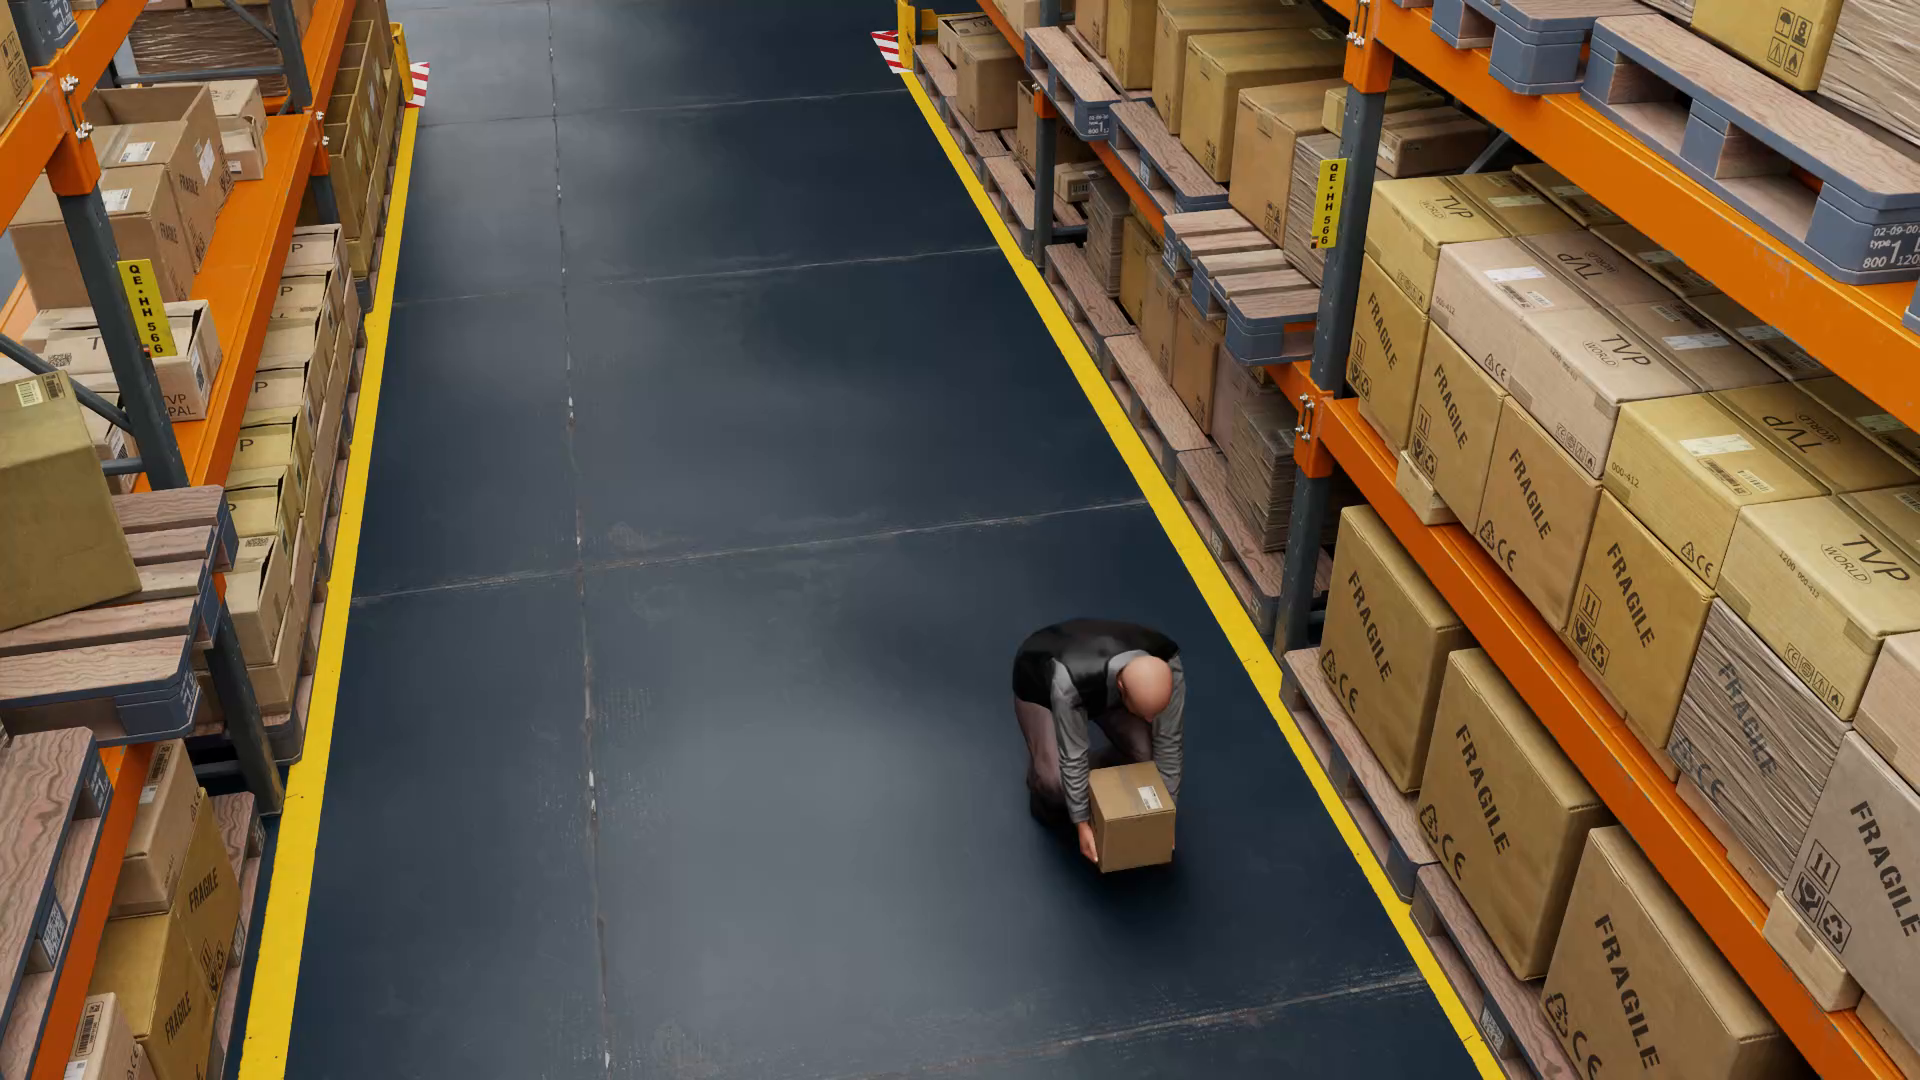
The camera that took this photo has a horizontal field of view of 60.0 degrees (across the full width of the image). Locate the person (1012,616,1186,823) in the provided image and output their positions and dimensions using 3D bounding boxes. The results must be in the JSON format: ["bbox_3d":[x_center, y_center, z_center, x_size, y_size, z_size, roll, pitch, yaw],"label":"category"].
[{"bbox_3d":[0.485,0.621,5.953,0.517,0.842,0.767,-8,35,-12],"label":"person"}]
